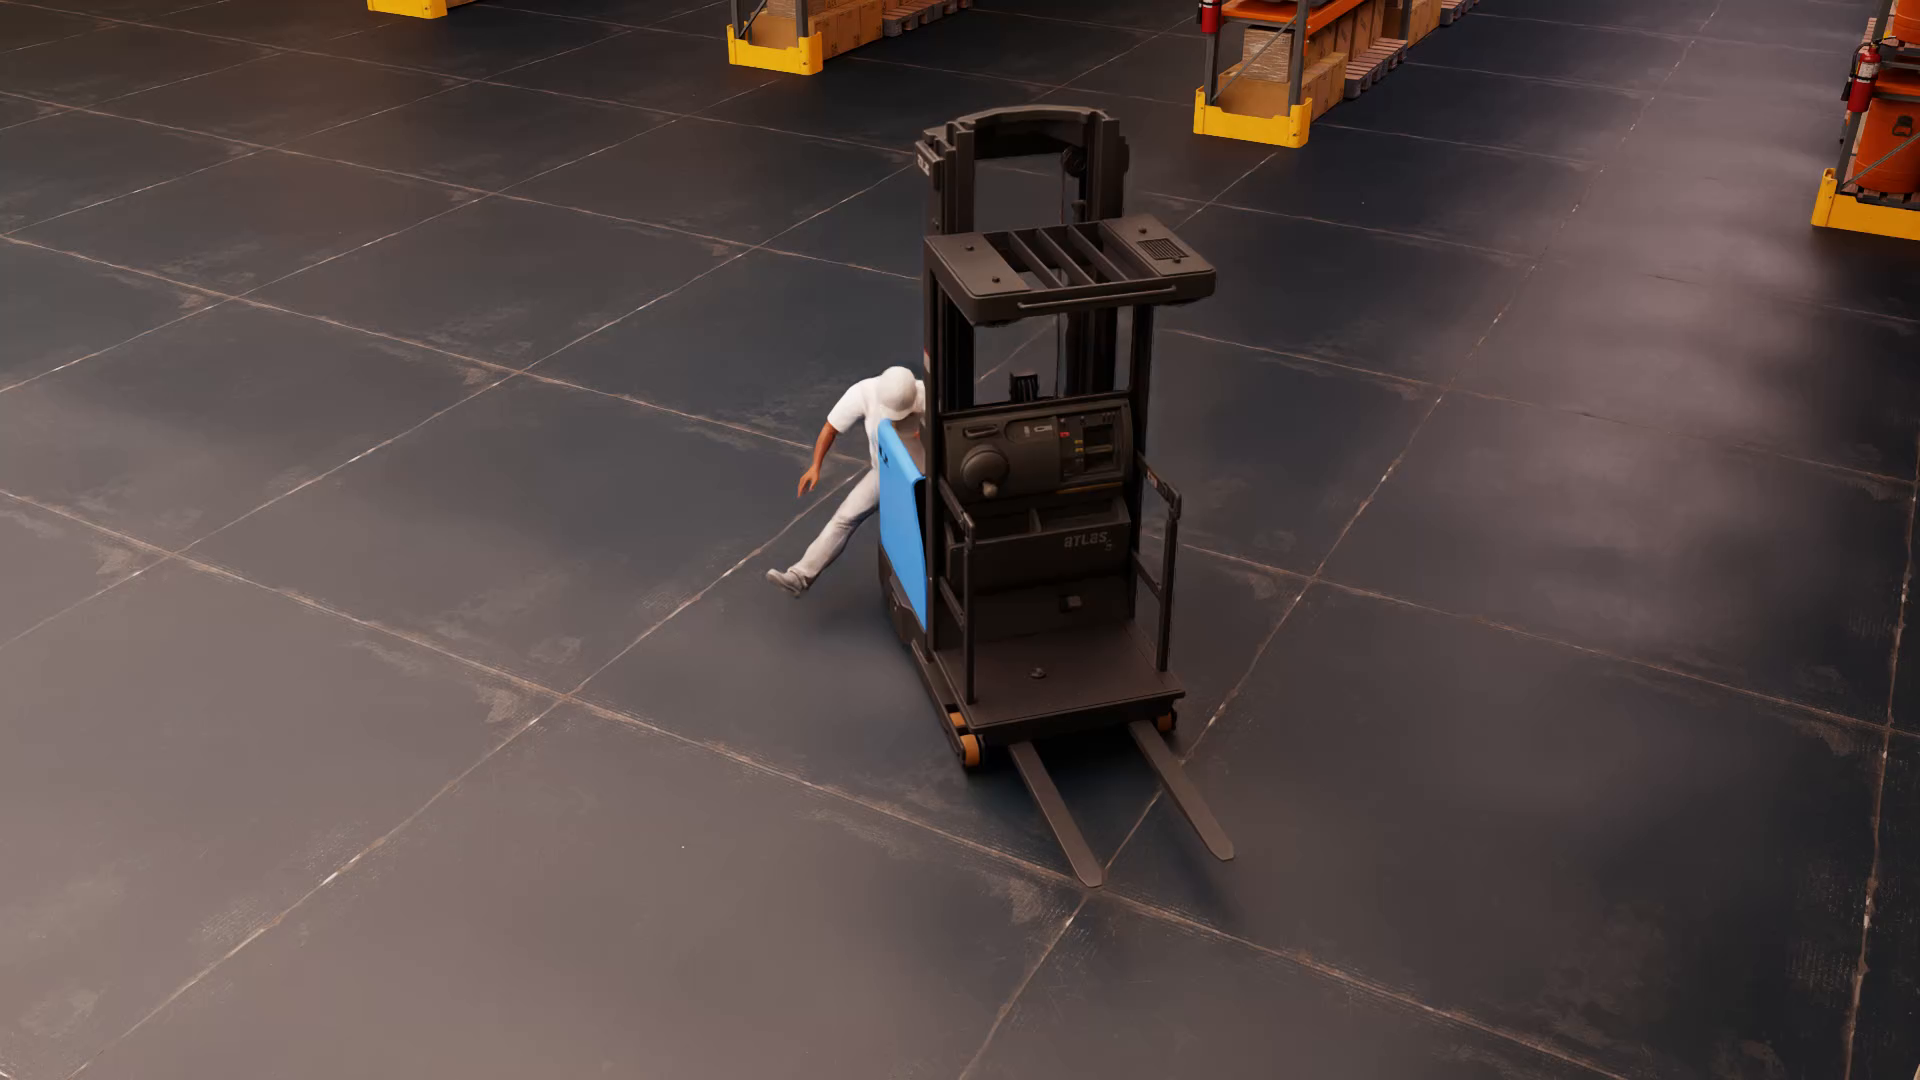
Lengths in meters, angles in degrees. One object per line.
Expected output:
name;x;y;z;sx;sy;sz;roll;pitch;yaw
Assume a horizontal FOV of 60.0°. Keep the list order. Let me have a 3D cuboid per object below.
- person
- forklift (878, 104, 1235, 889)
person;-0.373;-0.301;9.138;1.082;1.415;1.121;12;32;20
forklift;0.441;-0.382;7.732;1.130;2.935;3.031;-8;31;-14
